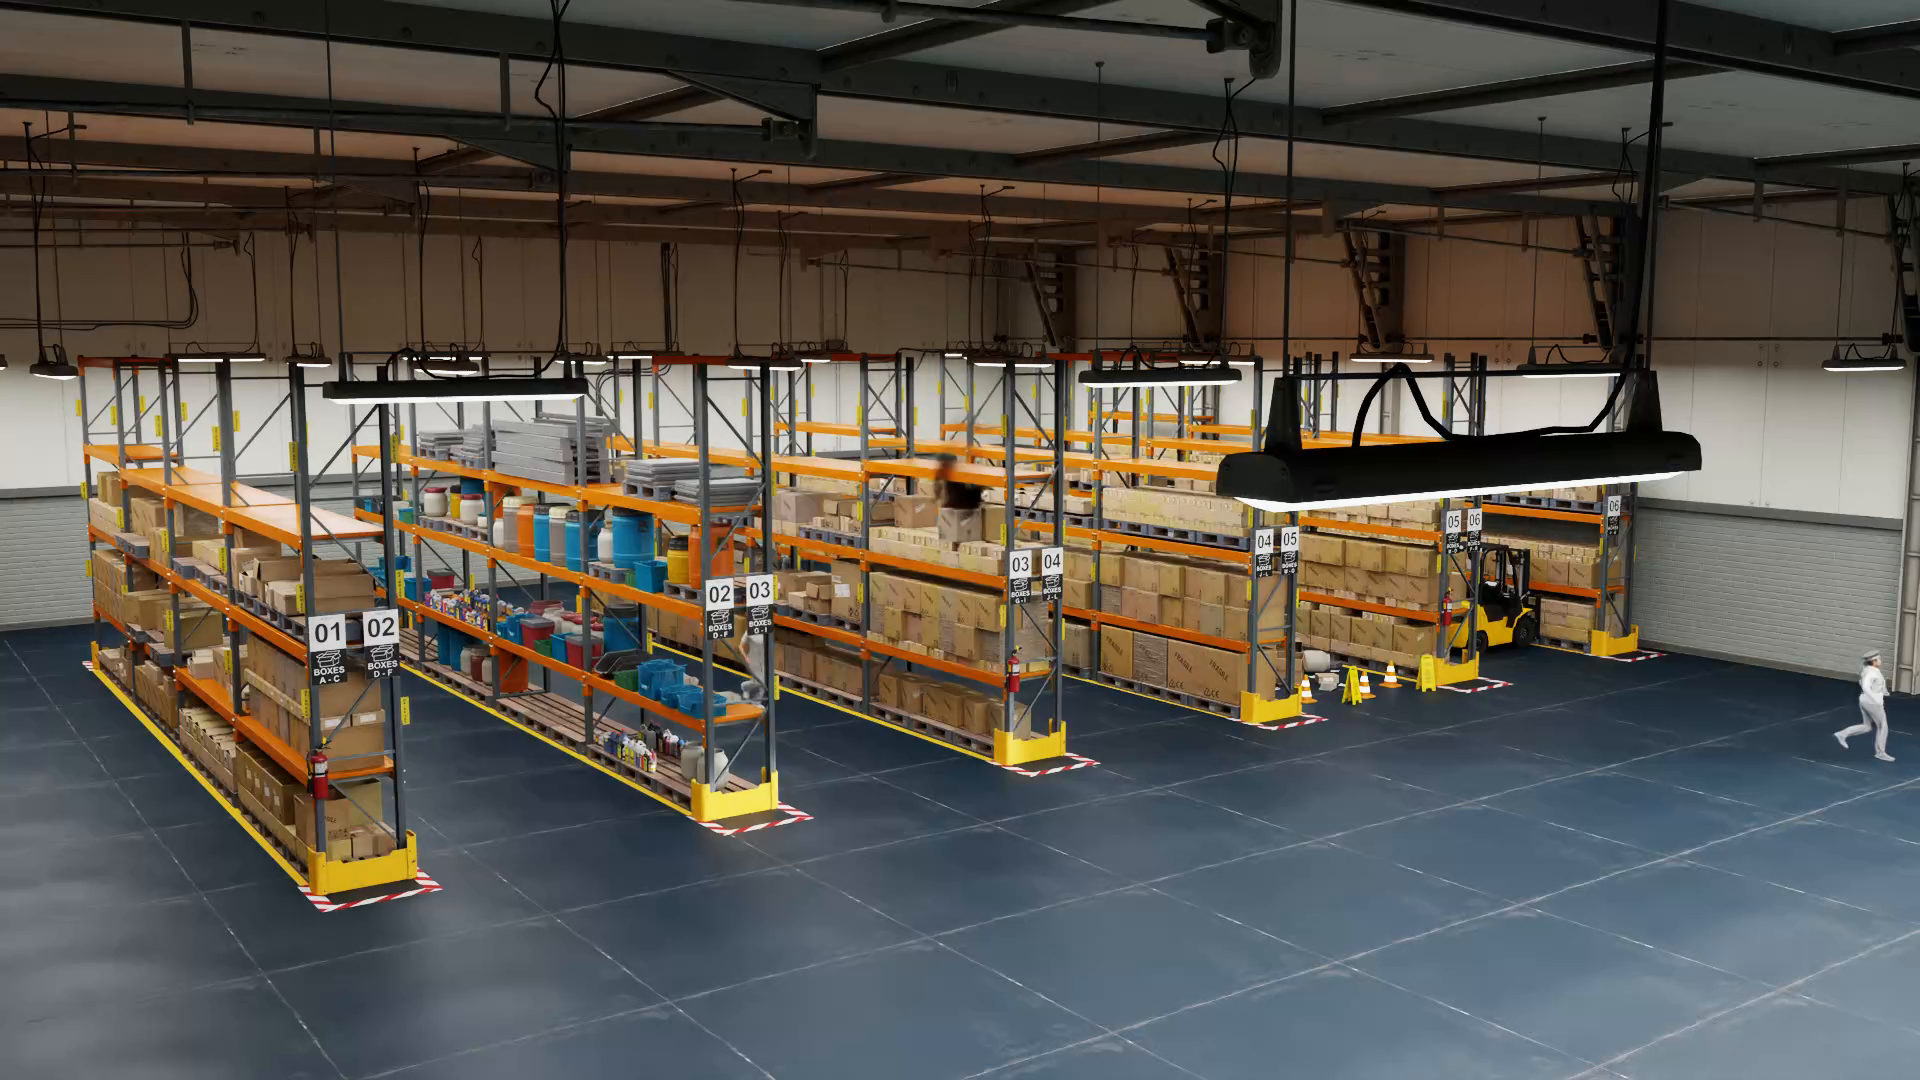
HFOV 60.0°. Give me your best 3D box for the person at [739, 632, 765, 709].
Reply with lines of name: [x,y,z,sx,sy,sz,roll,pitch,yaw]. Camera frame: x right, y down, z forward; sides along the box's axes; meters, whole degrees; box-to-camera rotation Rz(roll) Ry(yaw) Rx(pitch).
person: [-3.490,2.095,28.486,0.567,1.605,0.568,-6,9,-43]

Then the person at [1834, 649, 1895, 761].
person: [13.674,2.481,25.041,0.842,1.696,0.618,1,7,12]

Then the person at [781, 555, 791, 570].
person: [-4.292,0.409,41.922,0.857,1.689,0.615,0,7,-2]
